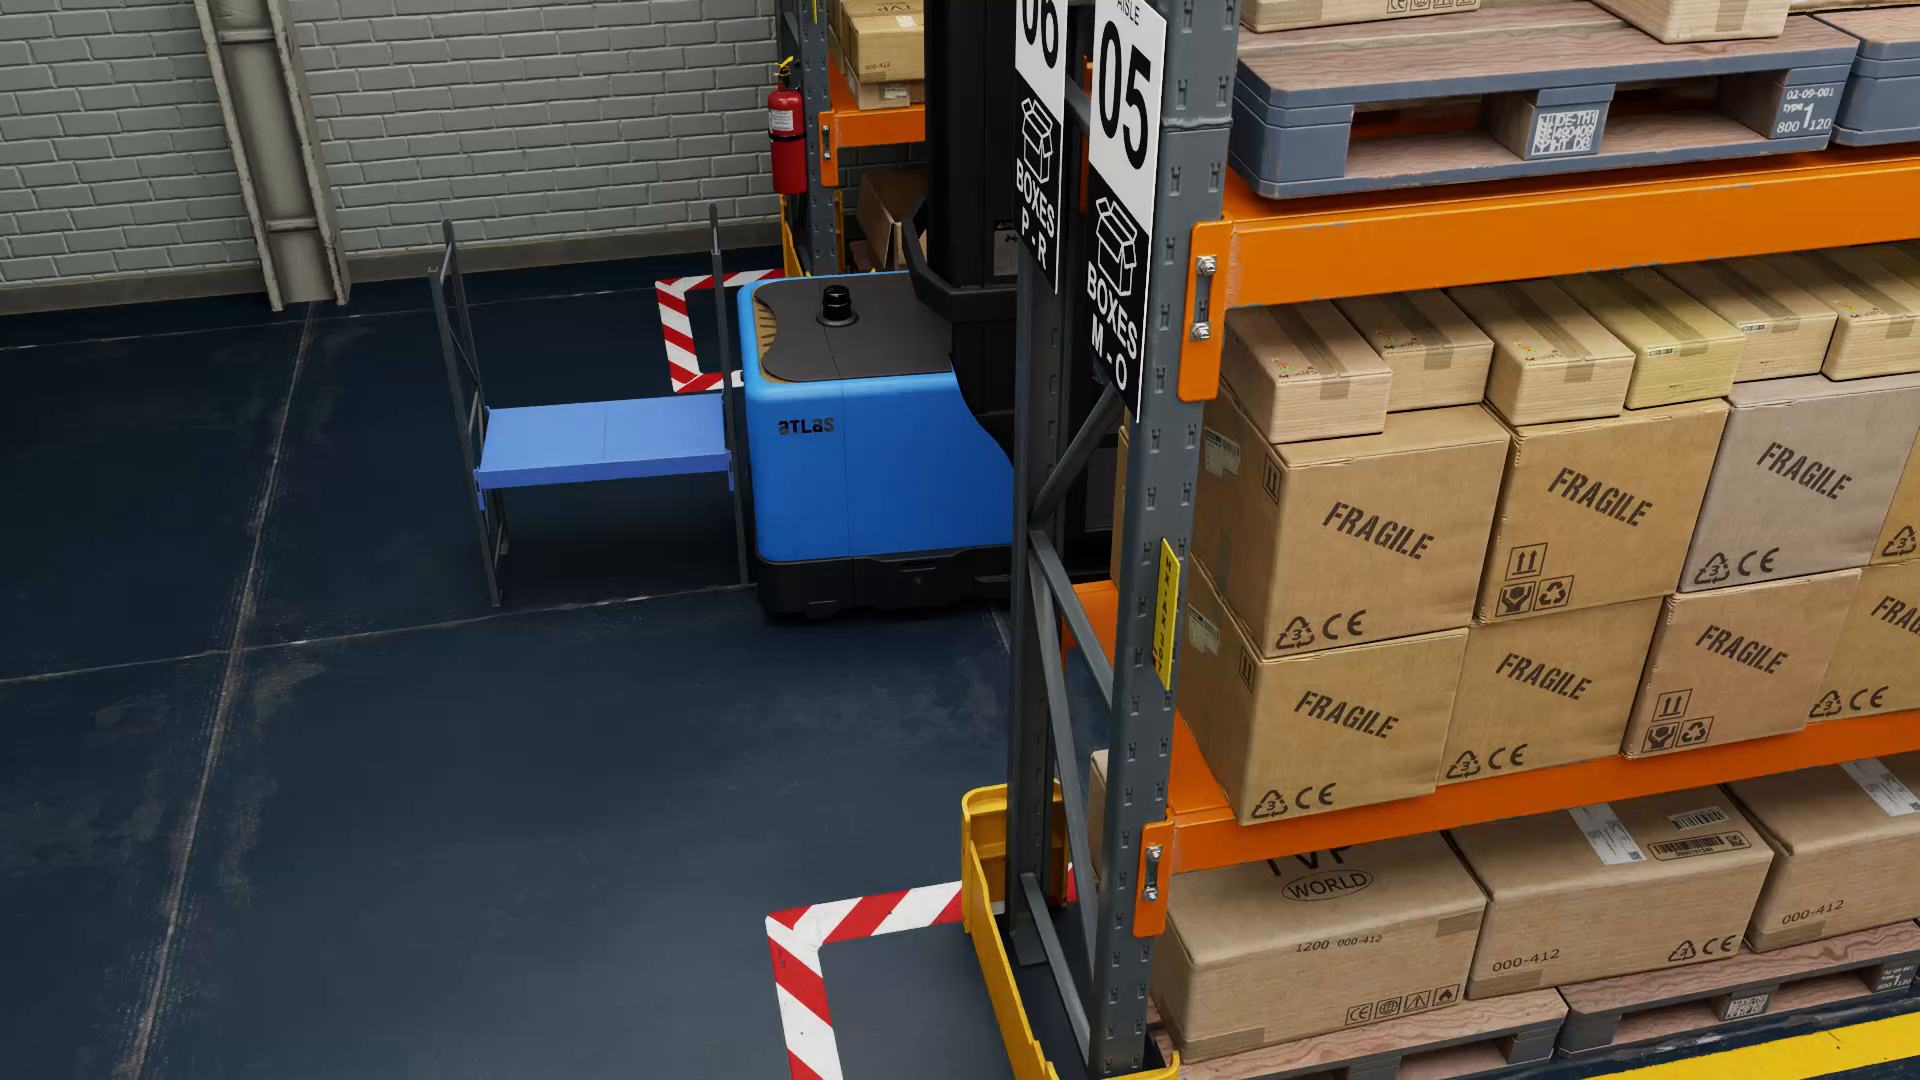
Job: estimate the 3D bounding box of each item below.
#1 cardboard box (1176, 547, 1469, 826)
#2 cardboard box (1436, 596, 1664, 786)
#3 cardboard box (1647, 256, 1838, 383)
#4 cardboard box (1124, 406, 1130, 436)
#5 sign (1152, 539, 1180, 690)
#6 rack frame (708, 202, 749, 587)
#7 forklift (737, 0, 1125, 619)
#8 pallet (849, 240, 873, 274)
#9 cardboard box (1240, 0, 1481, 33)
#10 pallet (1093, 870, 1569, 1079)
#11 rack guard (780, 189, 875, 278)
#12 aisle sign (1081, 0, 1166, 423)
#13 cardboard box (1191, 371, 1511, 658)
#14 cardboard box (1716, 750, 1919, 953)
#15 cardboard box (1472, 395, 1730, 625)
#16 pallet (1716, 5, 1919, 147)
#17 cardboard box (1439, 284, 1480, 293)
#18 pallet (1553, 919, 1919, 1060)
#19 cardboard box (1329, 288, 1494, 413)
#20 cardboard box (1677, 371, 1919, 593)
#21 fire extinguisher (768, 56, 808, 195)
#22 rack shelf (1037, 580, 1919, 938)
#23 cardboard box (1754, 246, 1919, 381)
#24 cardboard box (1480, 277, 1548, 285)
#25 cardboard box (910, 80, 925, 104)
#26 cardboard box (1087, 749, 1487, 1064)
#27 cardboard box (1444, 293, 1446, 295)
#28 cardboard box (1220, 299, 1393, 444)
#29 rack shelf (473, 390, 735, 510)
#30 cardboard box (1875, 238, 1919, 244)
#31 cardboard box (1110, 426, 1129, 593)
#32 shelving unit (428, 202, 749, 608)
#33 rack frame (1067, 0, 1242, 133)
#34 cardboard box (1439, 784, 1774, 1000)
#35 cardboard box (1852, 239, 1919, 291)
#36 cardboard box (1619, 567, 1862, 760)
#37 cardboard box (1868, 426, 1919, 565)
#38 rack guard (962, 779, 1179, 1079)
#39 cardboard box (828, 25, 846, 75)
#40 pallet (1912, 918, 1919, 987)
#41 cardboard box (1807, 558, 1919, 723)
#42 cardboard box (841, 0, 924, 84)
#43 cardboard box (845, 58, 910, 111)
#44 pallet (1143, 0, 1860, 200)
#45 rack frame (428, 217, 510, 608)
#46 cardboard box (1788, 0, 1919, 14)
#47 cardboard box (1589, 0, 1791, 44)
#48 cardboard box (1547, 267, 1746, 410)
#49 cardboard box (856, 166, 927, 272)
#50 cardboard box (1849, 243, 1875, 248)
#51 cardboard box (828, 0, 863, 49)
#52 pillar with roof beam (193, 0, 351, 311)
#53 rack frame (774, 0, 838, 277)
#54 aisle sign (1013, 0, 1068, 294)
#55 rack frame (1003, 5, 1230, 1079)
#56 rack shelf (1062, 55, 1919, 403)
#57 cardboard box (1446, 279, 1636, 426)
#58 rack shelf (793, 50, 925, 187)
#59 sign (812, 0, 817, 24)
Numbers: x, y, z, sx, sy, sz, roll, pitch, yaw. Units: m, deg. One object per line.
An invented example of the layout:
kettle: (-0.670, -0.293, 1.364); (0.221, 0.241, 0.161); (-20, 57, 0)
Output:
cardboard box: (0.844, 0.303, 4.016); (0.500, 0.500, 0.500); (-7, 35, -11)
cardboard box: (1.332, 0.226, 4.131); (0.500, 0.500, 0.500); (-8, 35, -11)
cardboard box: (1.736, -0.515, 3.756); (0.250, 0.149, 0.380); (-7, 34, -10)
cardboard box: (0.731, -0.397, 4.163); (0.500, 0.500, 0.500); (-6, 34, -9)
sign: (0.430, 0.158, 3.475); (0.005, 0.325, 0.100); (-7, 35, -11)
rack frame: (-0.936, -0.567, 6.749); (0.032, 1.500, 0.500); (-5, 34, -7)
forklift: (0.619, -1.269, 6.510); (3.031, 2.935, 1.130); (-5, 34, -7)
pallet: (0.066, -1.399, 9.146); (1.213, 0.211, 1.003); (-7, 35, -11)
cardboard box: (0.732, -1.255, 3.405); (0.500, 0.250, 0.500); (-10, 35, -15)
pallet: (1.076, 1.265, 5.176); (1.213, 0.211, 1.003); (-7, 35, -11)
rack guard: (-0.712, -1.421, 8.919); (0.348, 0.500, 1.175); (-7, 35, -11)
aisle sign: (0.307, -0.665, 3.216); (0.004, 0.787, 0.394); (-7, 35, -11)
cardboard box: (0.844, -0.113, 3.739); (0.500, 0.500, 0.500); (-8, 35, -12)
cardboard box: (2.705, 0.775, 5.326); (0.875, 0.438, 0.875); (-8, 35, -12)
cardboard box: (1.346, -0.180, 3.840); (0.500, 0.500, 0.500); (-8, 35, -12)
pallet: (2.227, -1.210, 3.748); (1.213, 0.211, 1.003); (-7, 35, -11)
cardboard box: (1.094, -0.753, 4.111); (0.250, 0.149, 0.380); (-8, 35, -11)
pallet: (2.263, 1.117, 5.396); (1.213, 0.211, 1.003); (-7, 35, -11)
cardboard box: (0.960, -0.442, 3.648); (0.250, 0.149, 0.380); (-6, 34, -9)
cardboard box: (1.847, -0.248, 3.940); (0.500, 0.500, 0.500); (-7, 35, -11)
fire extinguisher: (-0.827, -1.993, 7.932); (0.183, 0.674, 0.296); (-7, 35, -11)
rack shelf: (2.264, 0.301, 4.756); (4.000, 0.370, 1.077); (-7, 35, -11)
cardboard box: (1.989, -0.523, 3.768); (0.250, 0.149, 0.380); (-7, 34, -10)
cardboard box: (1.349, -0.761, 4.124); (0.250, 0.149, 0.380); (-6, 34, -9)
cardboard box: (-0.167, -2.293, 8.200); (0.250, 0.149, 0.380); (-6, 34, -9)
cardboard box: (0.935, 1.002, 4.987); (0.875, 0.438, 0.875); (-8, 35, -12)
cardboard box: (1.234, -0.478, 4.283); (0.500, 0.500, 0.500); (-7, 35, -10)
cardboard box: (0.720, -0.371, 3.542); (0.250, 0.149, 0.380); (-6, 34, -10)
rack shelf: (-1.439, -0.376, 6.787); (1.000, 0.185, 0.538); (-5, 34, -7)
cardboard box: (2.360, -0.895, 4.323); (0.250, 0.149, 0.380); (-7, 35, -10)
cardboard box: (0.725, 0.003, 4.464); (0.500, 0.500, 0.500); (-7, 34, -10)
shelving unit: (-1.439, -0.525, 6.686); (1.048, 1.500, 0.538); (-5, 34, -7)
rack frame: (0.313, -2.243, 2.517); (0.127, 3.000, 1.000); (-7, 35, -11)
cardboard box: (1.825, 0.885, 5.162); (0.875, 0.438, 0.875); (-6, 34, -9)
cardboard box: (2.242, -0.539, 3.792); (0.250, 0.149, 0.380); (-8, 35, -12)
cardboard box: (1.832, 0.173, 4.210); (0.500, 0.500, 0.500); (-7, 35, -11)
cardboard box: (2.333, -0.310, 4.032); (0.500, 0.500, 0.500); (-7, 35, -10)
rack guard: (0.289, 1.289, 4.881); (0.348, 0.500, 1.175); (-7, 35, -11)
cardboard box: (-0.522, -2.532, 8.556); (0.250, 0.149, 0.380); (-8, 35, -11)
pallet: (3.455, 0.965, 5.623); (1.213, 0.211, 1.003); (-7, 35, -11)
cardboard box: (2.317, 0.103, 4.315); (0.500, 0.500, 0.500); (-6, 34, -9)
cardboard box: (-0.284, -2.420, 8.032); (0.500, 0.250, 0.500); (-7, 34, -10)
cardboard box: (-0.405, -2.236, 8.116); (0.250, 0.149, 0.380); (-7, 35, -11)
pallet: (1.034, -1.058, 3.522); (1.213, 0.211, 1.003); (-7, 35, -11)
rack frame: (-1.942, -0.483, 6.624); (0.032, 1.500, 0.500); (-5, 34, -7)
cardboard box: (1.784, -1.333, 3.467); (0.500, 0.311, 0.500); (-7, 34, -10)
cardboard box: (1.425, -1.118, 3.291); (0.250, 0.149, 0.380); (-6, 34, -9)
cardboard box: (1.492, -0.454, 3.665); (0.250, 0.149, 0.380); (-8, 35, -12)
cardboard box: (-0.168, -1.611, 8.822); (0.637, 0.503, 0.797); (-9, 35, -12)
cardboard box: (2.111, -0.840, 4.240); (0.250, 0.149, 0.380); (-6, 34, -9)
cardboard box: (-0.396, -2.711, 8.466); (0.500, 0.250, 0.500); (-6, 34, -9)
pillar with roof beam: (-2.665, -2.759, 3.286); (0.400, 9.000, 9.100); (-7, 35, -11)
rack frame: (-0.786, -2.449, 8.208); (0.127, 3.000, 1.000); (-7, 35, -11)
aisle sign: (0.174, -0.991, 3.702); (0.004, 0.787, 0.394); (-7, 35, -11)
rack frame: (0.313, 0.248, 4.189); (0.127, 3.000, 1.000); (-7, 35, -11)
rack shelf: (2.264, -0.945, 3.920); (4.000, 0.370, 1.077); (-7, 35, -11)
cardboard box: (1.239, -0.412, 3.603); (0.250, 0.149, 0.380); (-6, 34, -9)
rack shelf: (1.165, -2.397, 8.775); (4.000, 0.370, 1.077); (-7, 35, -11)
sign: (-0.666, -2.514, 7.527); (0.005, 0.325, 0.100); (-7, 35, -11)
